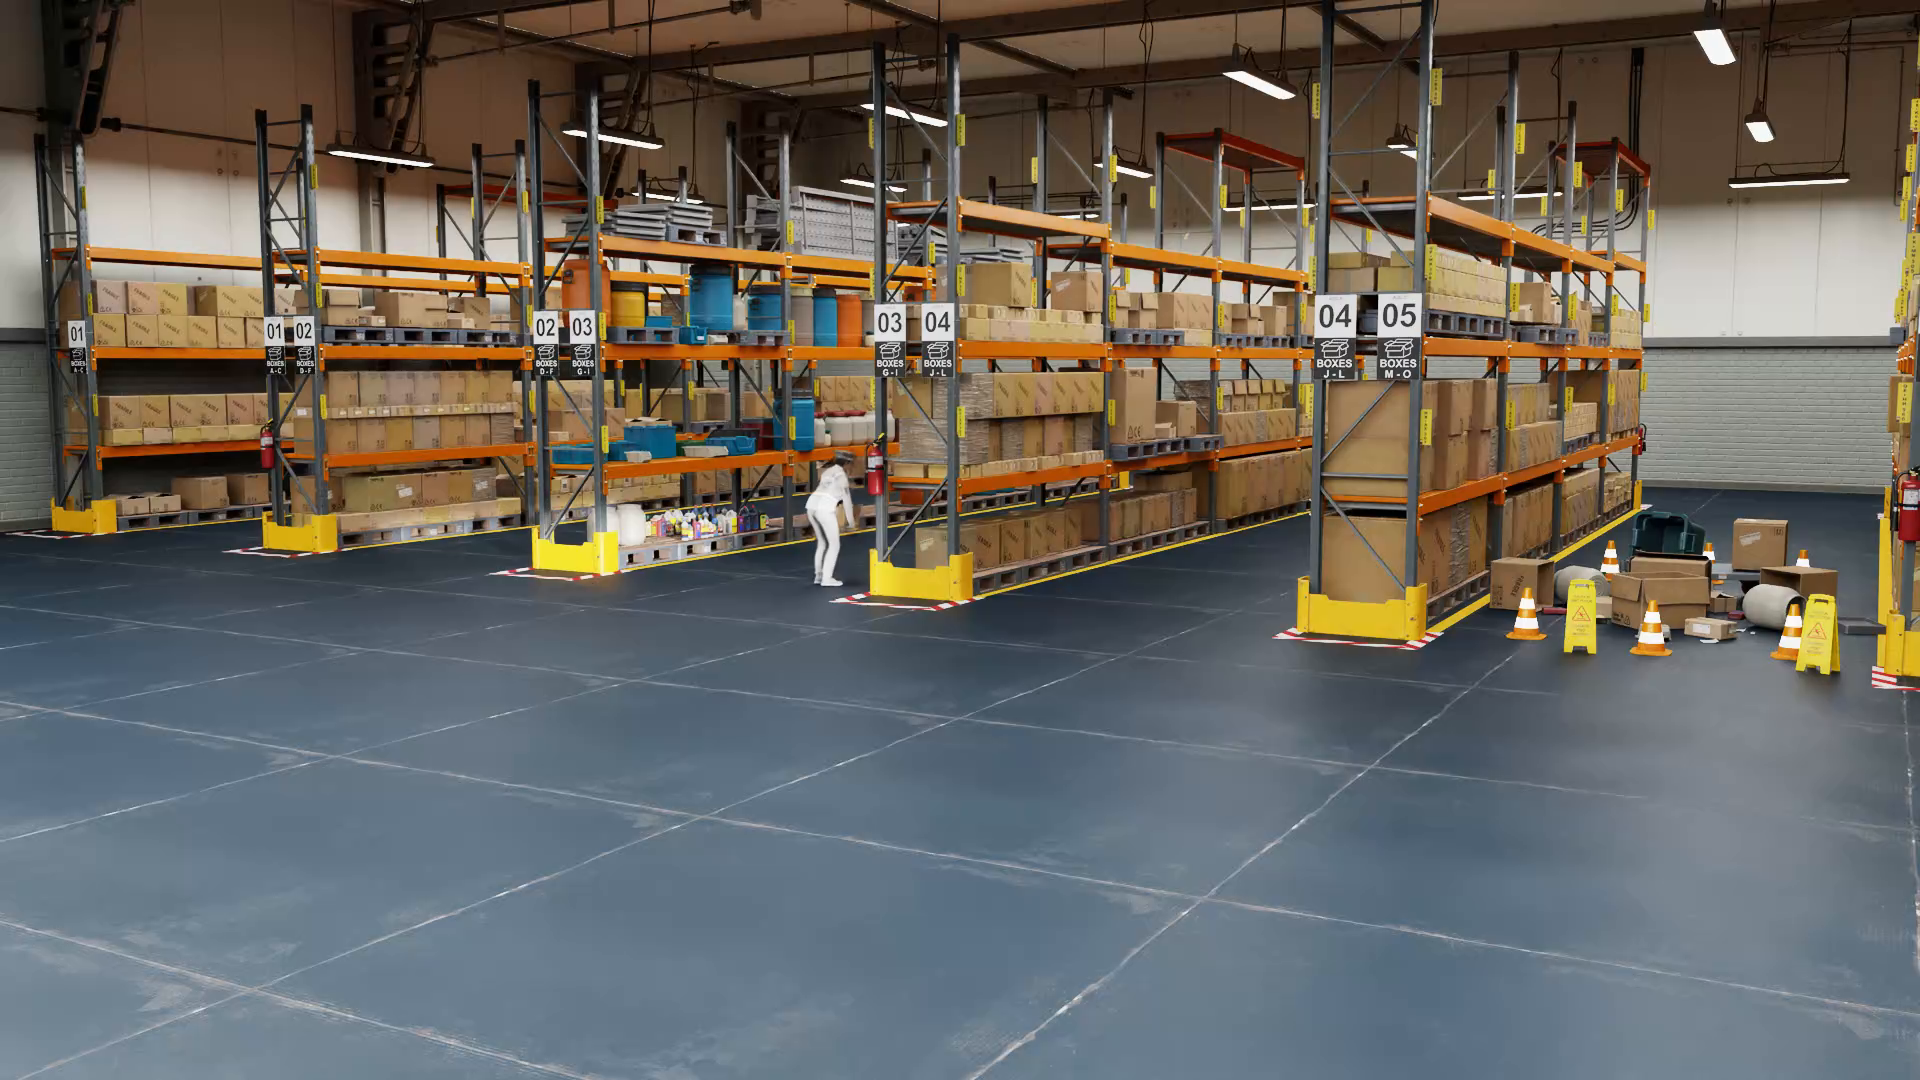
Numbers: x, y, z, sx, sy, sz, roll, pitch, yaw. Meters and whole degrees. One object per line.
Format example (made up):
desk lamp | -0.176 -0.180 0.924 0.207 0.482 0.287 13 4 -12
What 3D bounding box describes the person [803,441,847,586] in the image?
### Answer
person | -1.580 -0.308 19.259 0.416 1.663 0.544 -6 8 -43
